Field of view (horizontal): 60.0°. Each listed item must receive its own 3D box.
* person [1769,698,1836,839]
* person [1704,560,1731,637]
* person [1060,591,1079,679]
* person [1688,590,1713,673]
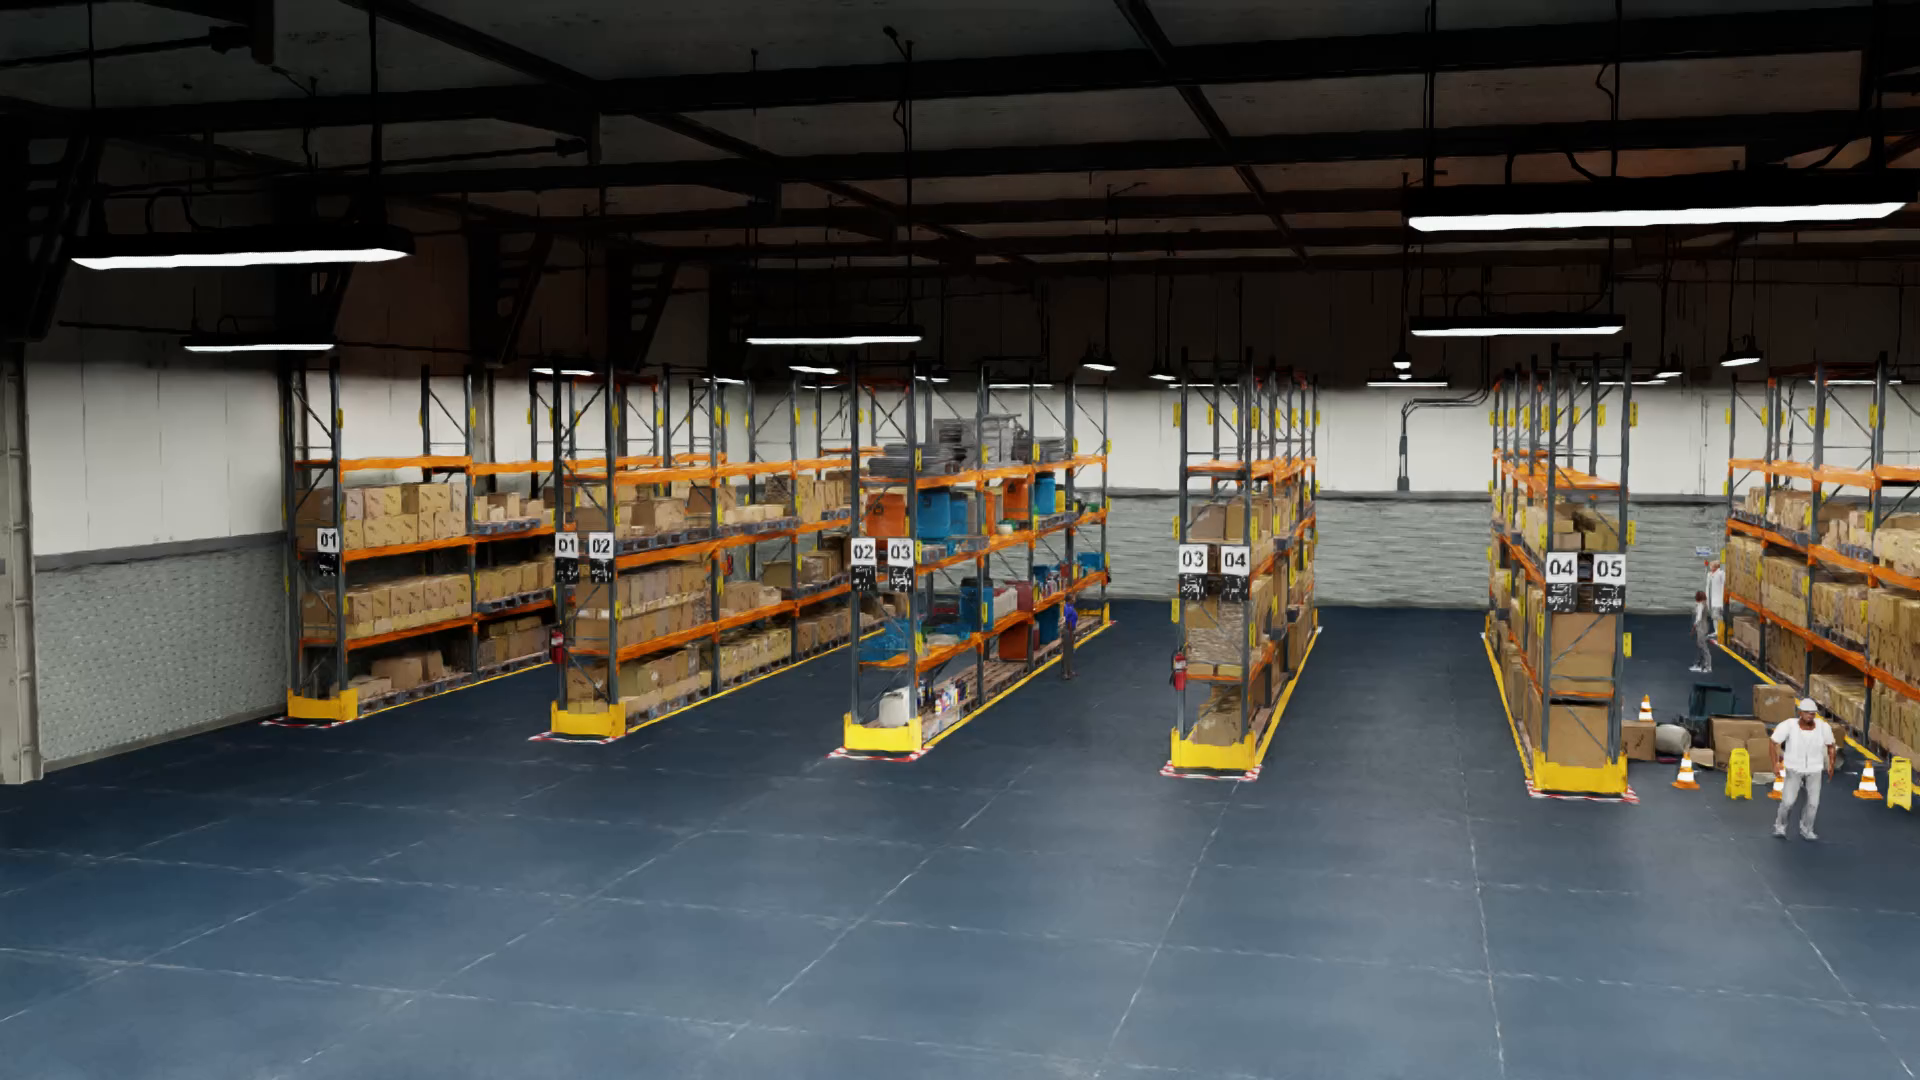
[{"bbox_3d":[9.973,2.708,19.694,0.719,1.714,0.572,1,4,14],"label":"person"},{"bbox_3d":[17.230,1.333,37.826,0.502,1.772,0.711,-1,4,-12],"label":"person"},{"bbox_3d":[2.107,1.813,31.939,0.367,1.667,0.612,0,4,4],"label":"person"},{"bbox_3d":[14.647,1.801,32.837,0.478,1.604,0.475,3,5,34],"label":"person"}]
